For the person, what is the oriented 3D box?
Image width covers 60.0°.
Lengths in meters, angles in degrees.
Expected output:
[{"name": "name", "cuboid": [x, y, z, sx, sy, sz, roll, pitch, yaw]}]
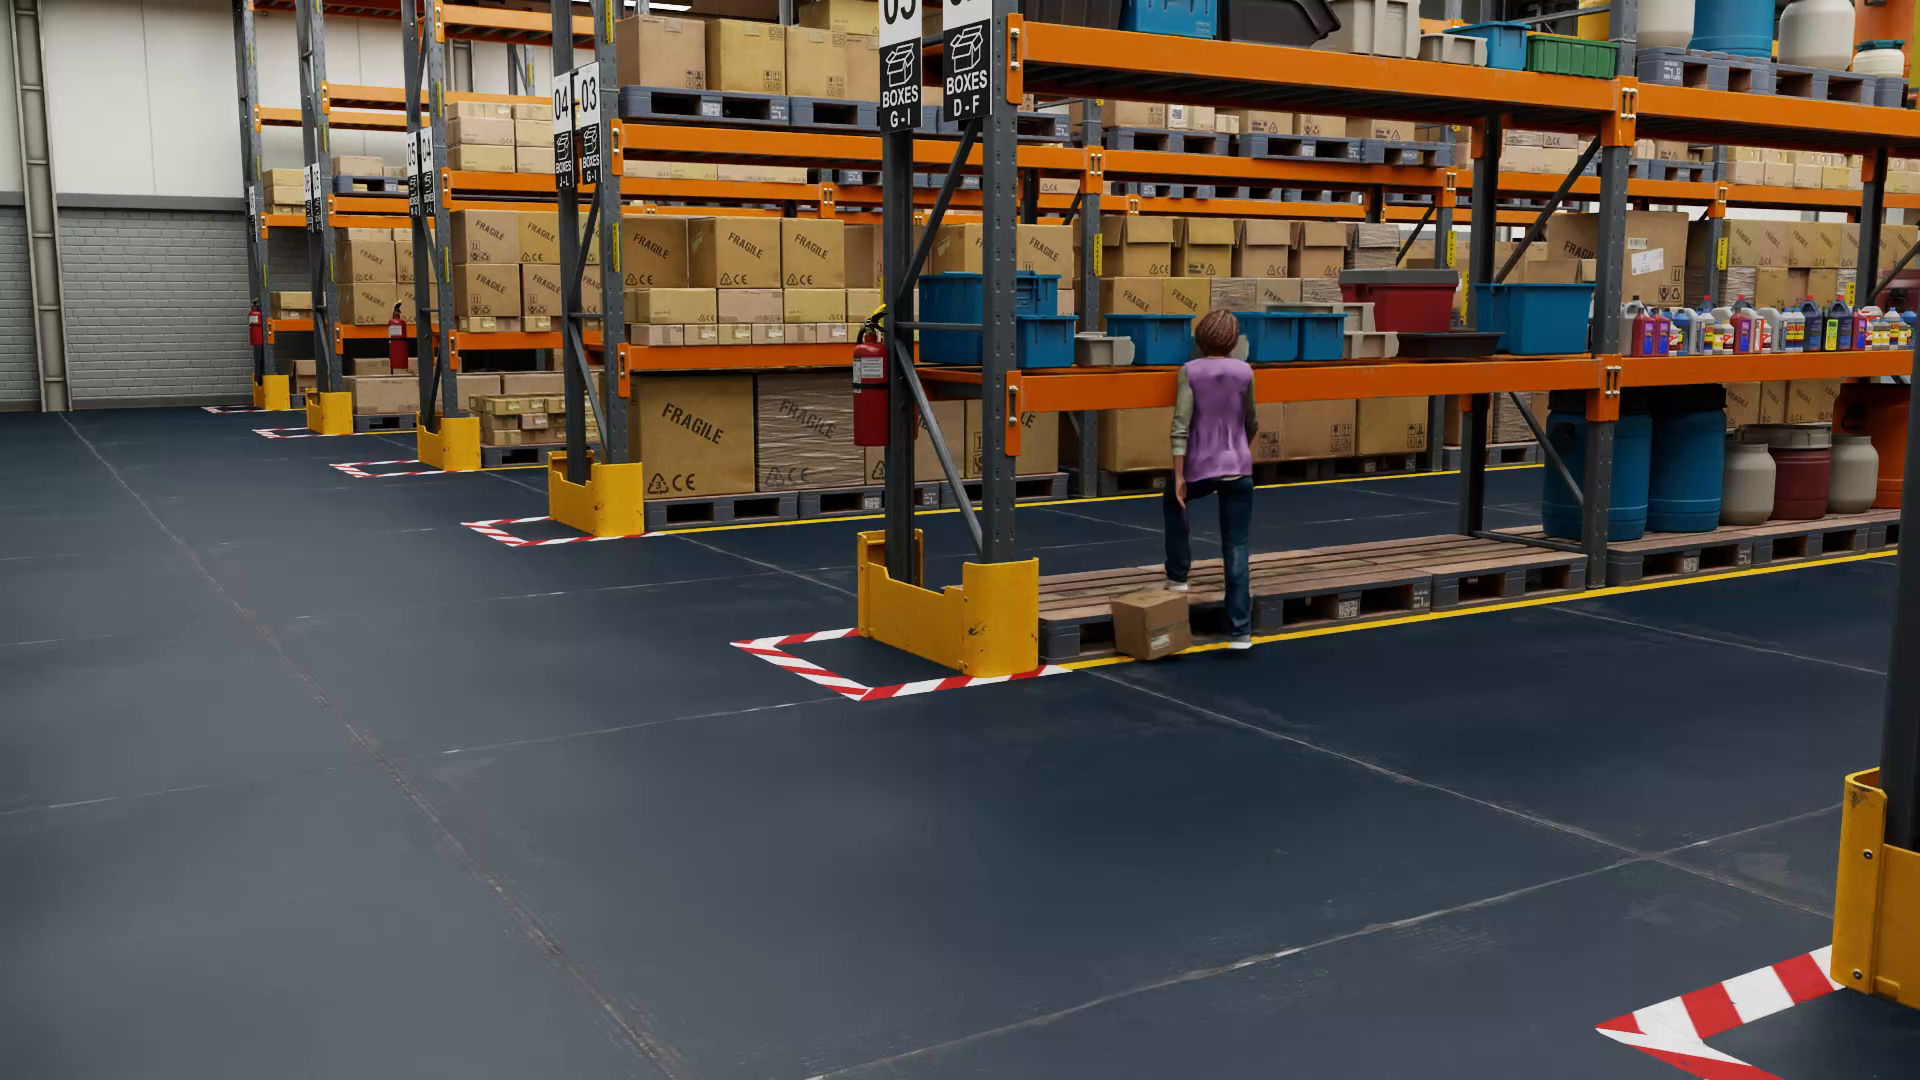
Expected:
[{"name": "person", "cuboid": [1.184, -0.307, 7.862, 0.445, 1.561, 0.854, 0, 8, 0]}]
